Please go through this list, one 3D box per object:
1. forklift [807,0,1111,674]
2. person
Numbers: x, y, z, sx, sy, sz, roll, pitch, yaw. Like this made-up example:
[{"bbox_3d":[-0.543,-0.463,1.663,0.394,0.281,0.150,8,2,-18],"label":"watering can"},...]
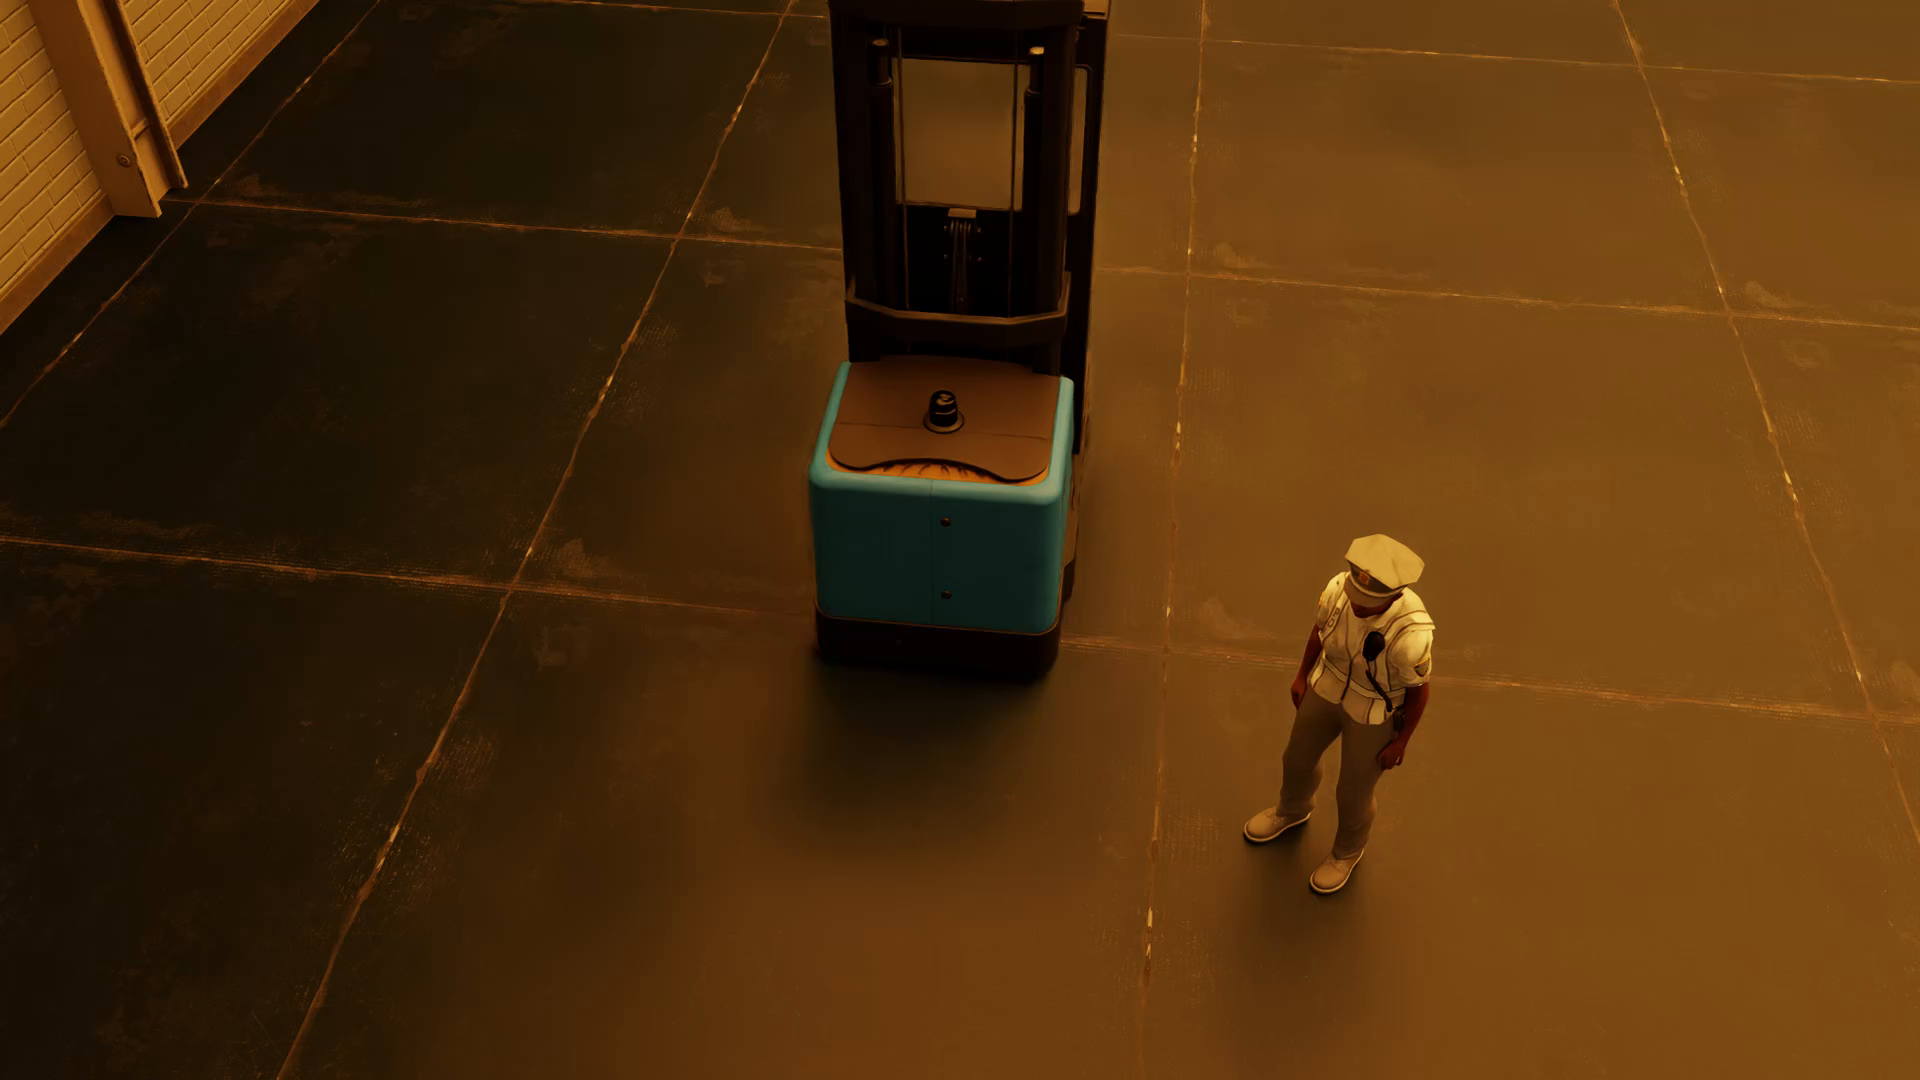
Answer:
[{"bbox_3d":[0.064,-1.500,7.357,1.130,2.935,3.031,5,43,5],"label":"forklift"},{"bbox_3d":[1.405,0.608,6.007,0.397,1.655,0.516,-31,51,-29],"label":"person"}]
